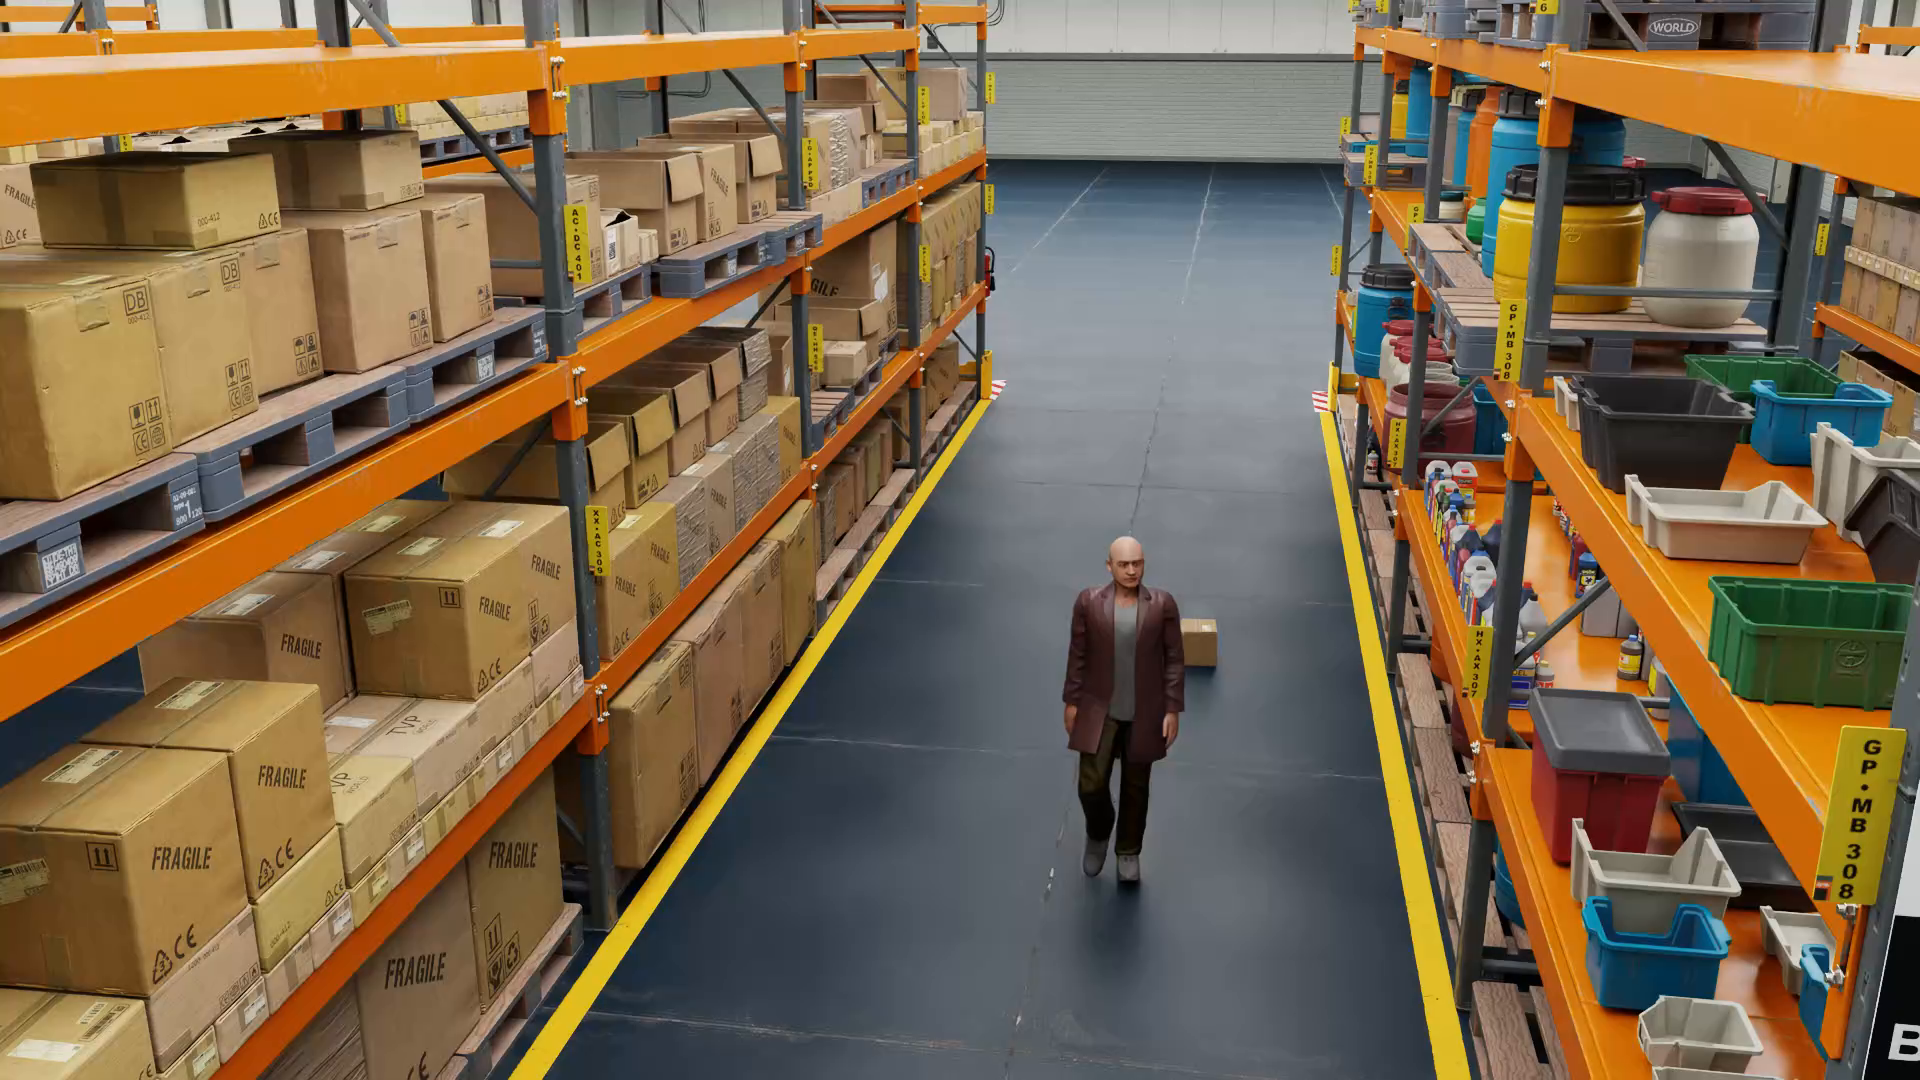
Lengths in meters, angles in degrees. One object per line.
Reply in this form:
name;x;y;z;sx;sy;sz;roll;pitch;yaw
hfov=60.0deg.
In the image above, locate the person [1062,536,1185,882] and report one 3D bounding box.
person;0.811;0.878;8.266;0.610;1.796;0.480;1;18;4
